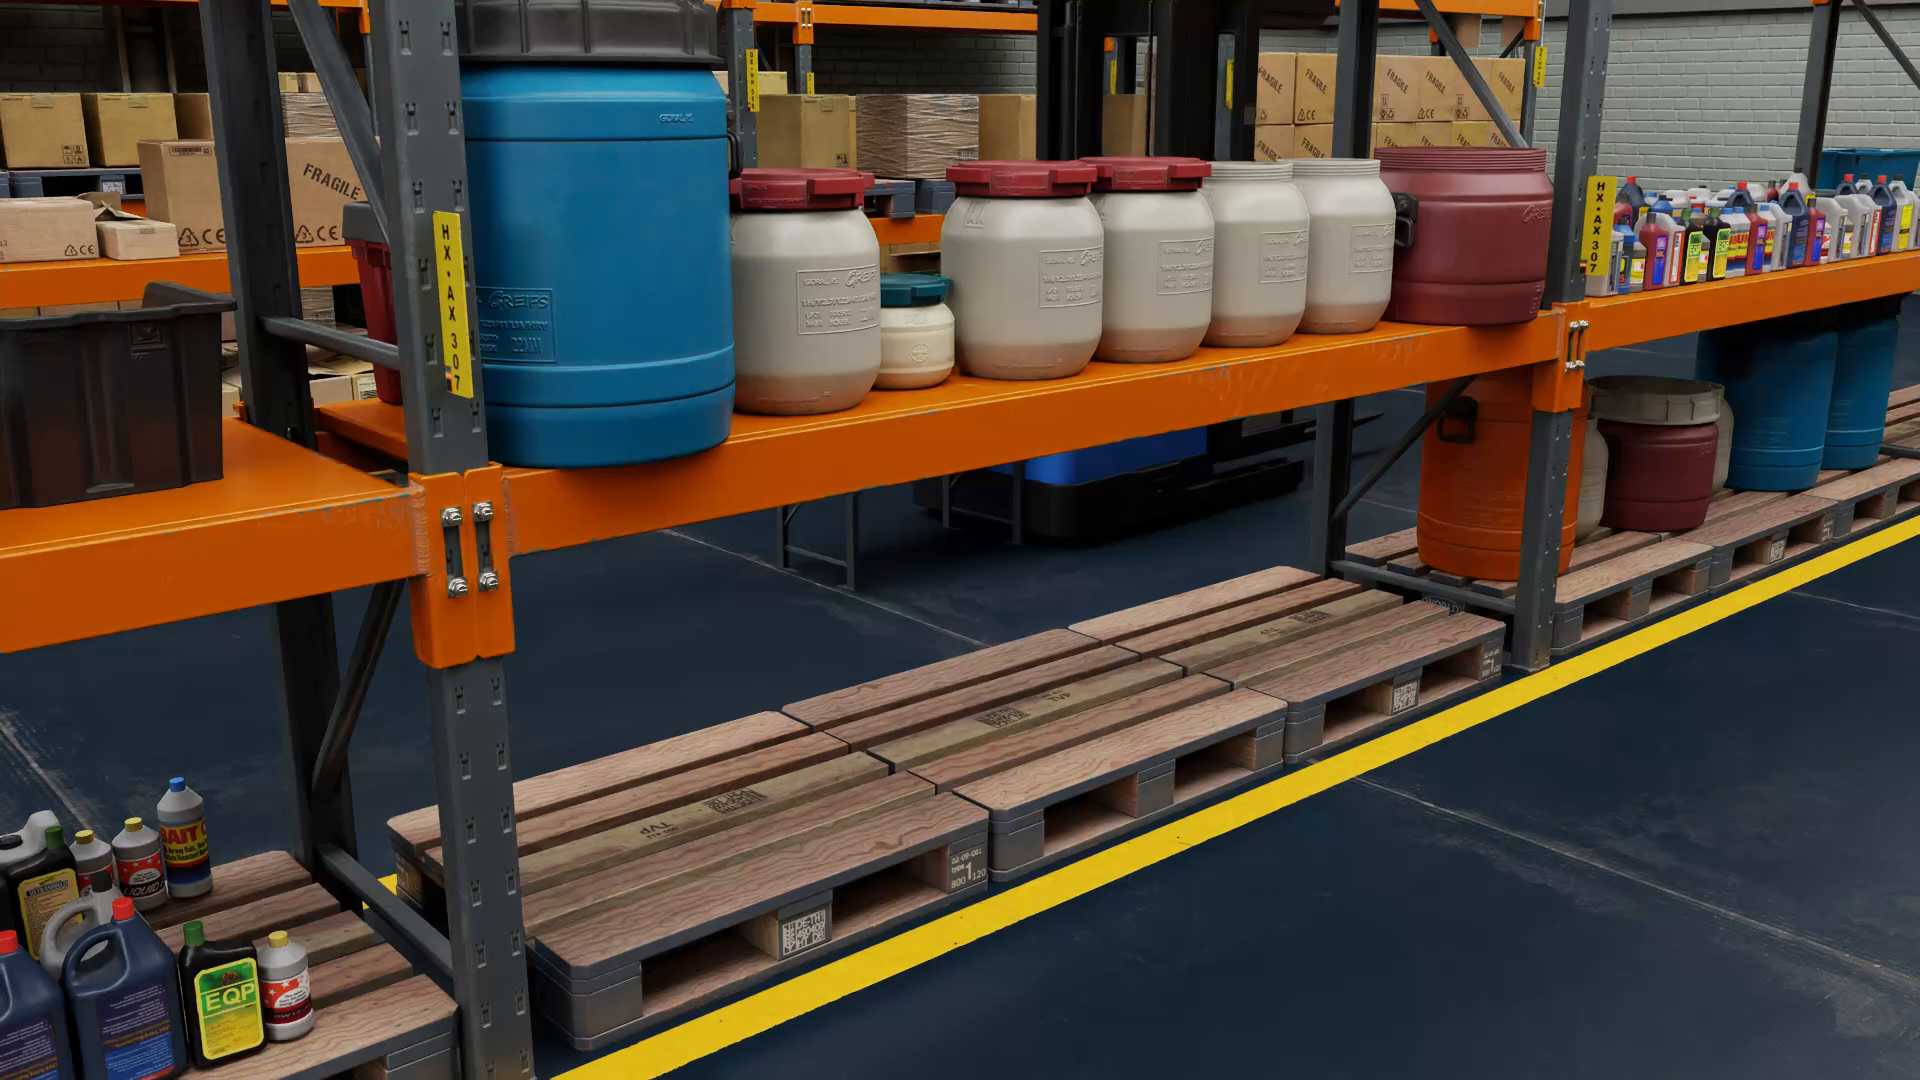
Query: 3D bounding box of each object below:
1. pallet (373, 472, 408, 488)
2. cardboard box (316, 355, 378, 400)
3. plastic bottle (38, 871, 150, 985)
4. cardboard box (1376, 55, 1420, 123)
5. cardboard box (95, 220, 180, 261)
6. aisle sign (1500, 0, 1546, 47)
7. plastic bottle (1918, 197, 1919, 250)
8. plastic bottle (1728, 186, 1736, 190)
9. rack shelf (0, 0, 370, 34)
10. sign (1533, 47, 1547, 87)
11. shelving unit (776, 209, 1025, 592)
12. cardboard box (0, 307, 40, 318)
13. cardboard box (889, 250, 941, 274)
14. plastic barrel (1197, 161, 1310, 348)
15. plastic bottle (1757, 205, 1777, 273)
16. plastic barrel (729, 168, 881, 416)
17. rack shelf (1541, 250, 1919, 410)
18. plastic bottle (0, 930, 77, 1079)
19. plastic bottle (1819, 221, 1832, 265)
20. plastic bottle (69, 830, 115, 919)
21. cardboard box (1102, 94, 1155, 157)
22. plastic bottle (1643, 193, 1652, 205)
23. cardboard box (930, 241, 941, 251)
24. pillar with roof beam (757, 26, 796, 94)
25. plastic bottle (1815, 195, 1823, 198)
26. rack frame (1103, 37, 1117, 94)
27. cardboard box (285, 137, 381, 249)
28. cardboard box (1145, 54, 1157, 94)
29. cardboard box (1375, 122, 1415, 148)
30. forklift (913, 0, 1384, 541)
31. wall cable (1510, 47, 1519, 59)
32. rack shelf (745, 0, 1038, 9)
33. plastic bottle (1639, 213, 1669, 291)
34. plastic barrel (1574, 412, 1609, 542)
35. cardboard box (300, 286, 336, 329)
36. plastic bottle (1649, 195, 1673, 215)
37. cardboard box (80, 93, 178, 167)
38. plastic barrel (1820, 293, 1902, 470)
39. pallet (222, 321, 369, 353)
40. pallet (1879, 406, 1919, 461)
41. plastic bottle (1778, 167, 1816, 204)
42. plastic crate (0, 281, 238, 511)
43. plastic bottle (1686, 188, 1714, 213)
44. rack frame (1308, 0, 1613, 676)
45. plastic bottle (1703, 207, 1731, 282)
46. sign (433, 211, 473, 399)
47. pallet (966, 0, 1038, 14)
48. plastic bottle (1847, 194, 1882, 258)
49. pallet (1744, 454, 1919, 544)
[{"bbox_3d":[-3.057,-0.353,8.663,1.213,0.211,1.003,-13,19,-39],"label":"pallet"},{"bbox_3d":[-2.874,-0.788,8.314,0.500,0.311,0.500,-12,19,-38],"label":"cardboard box"},{"bbox_3d":[-1.651,0.809,3.189,0.185,0.351,0.144,-13,19,-39],"label":"plastic bottle"},{"bbox_3d":[3.233,-3.534,13.037,0.500,0.500,0.500,-12,19,-38],"label":"cardboard box"},{"bbox_3d":[-3.705,-1.349,7.475,0.250,0.149,0.380,-13,19,-39],"label":"cardboard box"},{"bbox_3d":[4.797,-4.601,14.125,0.004,0.787,0.394,-13,19,-39],"label":"aisle sign"},{"bbox_3d":[4.546,-1.516,7.840,0.133,0.283,0.061,-13,19,-39],"label":"plastic bottle"},{"bbox_3d":[3.795,-1.608,8.206,0.097,0.271,0.097,0,15,0],"label":"plastic bottle"},{"bbox_3d":[-6.254,-3.764,11.612,4.000,0.370,1.077,-13,19,-39],"label":"rack shelf"},{"bbox_3d":[4.894,-3.994,14.033,0.005,0.325,0.100,-13,19,-39],"label":"sign"},{"bbox_3d":[-0.251,-0.648,7.270,0.538,1.500,1.048,14,21,43],"label":"shelving unit"},{"bbox_3d":[-6.861,-1.554,11.747,0.500,0.500,0.700,-13,20,-40],"label":"cardboard box"},{"bbox_3d":[-0.130,-1.794,11.190,0.500,0.250,0.500,-13,20,-40],"label":"cardboard box"},{"bbox_3d":[0.805,-0.840,4.864,0.421,0.512,0.421,0,15,0],"label":"plastic barrel"},{"bbox_3d":[3.274,-1.231,6.796,0.097,0.271,0.097,0,15,0],"label":"plastic bottle"},{"bbox_3d":[-0.394,-0.580,3.847,0.433,0.535,0.433,0,15,0],"label":"plastic barrel"},{"bbox_3d":[3.267,-1.064,7.315,4.000,0.370,1.077,-13,19,-39],"label":"rack shelf"},{"bbox_3d":[-1.701,0.870,2.962,0.185,0.351,0.144,-14,20,-42],"label":"plastic bottle"},{"bbox_3d":[3.689,-1.290,7.153,0.097,0.201,0.097,0,15,0],"label":"plastic bottle"},{"bbox_3d":[-1.941,0.747,3.710,0.097,0.201,0.097,0,15,0],"label":"plastic bottle"},{"bbox_3d":[1.023,-2.930,11.899,0.700,0.500,0.500,8,17,28],"label":"cardboard box"},{"bbox_3d":[3.124,-1.457,7.642,0.097,0.271,0.097,0,15,0],"label":"plastic bottle"},{"bbox_3d":[-0.326,-2.952,17.019,0.500,0.500,0.700,-12,19,-38],"label":"cardboard box"},{"bbox_3d":[1.059,-6.026,12.874,0.400,9.000,9.100,-13,19,-39],"label":"pillar with roof beam"},{"bbox_3d":[3.837,-1.410,7.464,0.097,0.271,0.097,0,15,0],"label":"plastic bottle"},{"bbox_3d":[1.290,-4.357,18.248,0.127,3.000,1.000,-13,19,-39],"label":"rack frame"},{"bbox_3d":[-3.143,-1.710,8.144,0.500,0.500,0.500,-13,19,-39],"label":"cardboard box"},{"bbox_3d":[1.739,-3.383,12.471,0.500,0.500,0.500,-13,19,-39],"label":"cardboard box"},{"bbox_3d":[3.236,-3.055,13.181,0.500,0.500,0.500,-13,20,-40],"label":"cardboard box"},{"bbox_3d":[1.161,-1.719,8.507,1.130,2.935,3.031,14,21,43],"label":"forklift"},{"bbox_3d":[5.791,-6.644,21.201,0.112,2.526,3.097,-13,19,-39],"label":"wall cable"},{"bbox_3d":[0.018,-3.478,10.541,4.000,0.370,1.077,-13,19,-39],"label":"rack shelf"},{"bbox_3d":[2.575,-1.074,6.183,0.133,0.283,0.061,-13,19,-39],"label":"plastic bottle"},{"bbox_3d":[2.483,-0.273,6.967,0.421,0.512,0.421,0,15,0],"label":"plastic barrel"},{"bbox_3d":[-5.254,-1.874,12.946,0.500,0.500,0.700,-12,19,-39],"label":"cardboard box"},{"bbox_3d":[3.145,-1.413,7.475,0.097,0.271,0.097,0,15,0],"label":"plastic bottle"},{"bbox_3d":[-6.018,-2.965,11.993,0.500,0.500,0.700,-13,19,-39],"label":"cardboard box"},{"bbox_3d":[4.354,-0.851,8.375,0.708,0.901,0.600,-13,19,-39],"label":"plastic barrel"},{"bbox_3d":[-5.336,-1.522,13.040,1.213,0.211,1.003,-13,19,-39],"label":"pallet"},{"bbox_3d":[5.305,-0.535,9.345,1.213,0.211,1.003,-13,19,-39],"label":"pallet"},{"bbox_3d":[4.267,-1.723,8.485,0.185,0.351,0.144,-13,19,-39],"label":"plastic bottle"},{"bbox_3d":[-1.738,-0.301,3.186,0.504,0.338,0.767,-13,19,-39],"label":"plastic crate"},{"bbox_3d":[3.478,-1.529,7.904,0.135,0.276,0.152,-13,19,-39],"label":"plastic bottle"},{"bbox_3d":[1.758,-1.073,5.954,0.127,3.000,1.000,-13,19,-39],"label":"rack frame"},{"bbox_3d":[2.951,-1.158,6.499,0.133,0.283,0.061,-13,19,-39],"label":"plastic bottle"},{"bbox_3d":[-0.906,-0.420,2.974,0.005,0.325,0.100,-13,19,-39],"label":"sign"},{"bbox_3d":[0.737,-5.635,17.394,1.213,0.211,1.003,-13,19,-39],"label":"pallet"},{"bbox_3d":[4.035,-1.414,7.470,0.135,0.276,0.152,-13,19,-39],"label":"plastic bottle"},{"bbox_3d":[4.166,-0.281,8.392,1.213,0.211,1.003,-13,19,-39],"label":"pallet"}]
